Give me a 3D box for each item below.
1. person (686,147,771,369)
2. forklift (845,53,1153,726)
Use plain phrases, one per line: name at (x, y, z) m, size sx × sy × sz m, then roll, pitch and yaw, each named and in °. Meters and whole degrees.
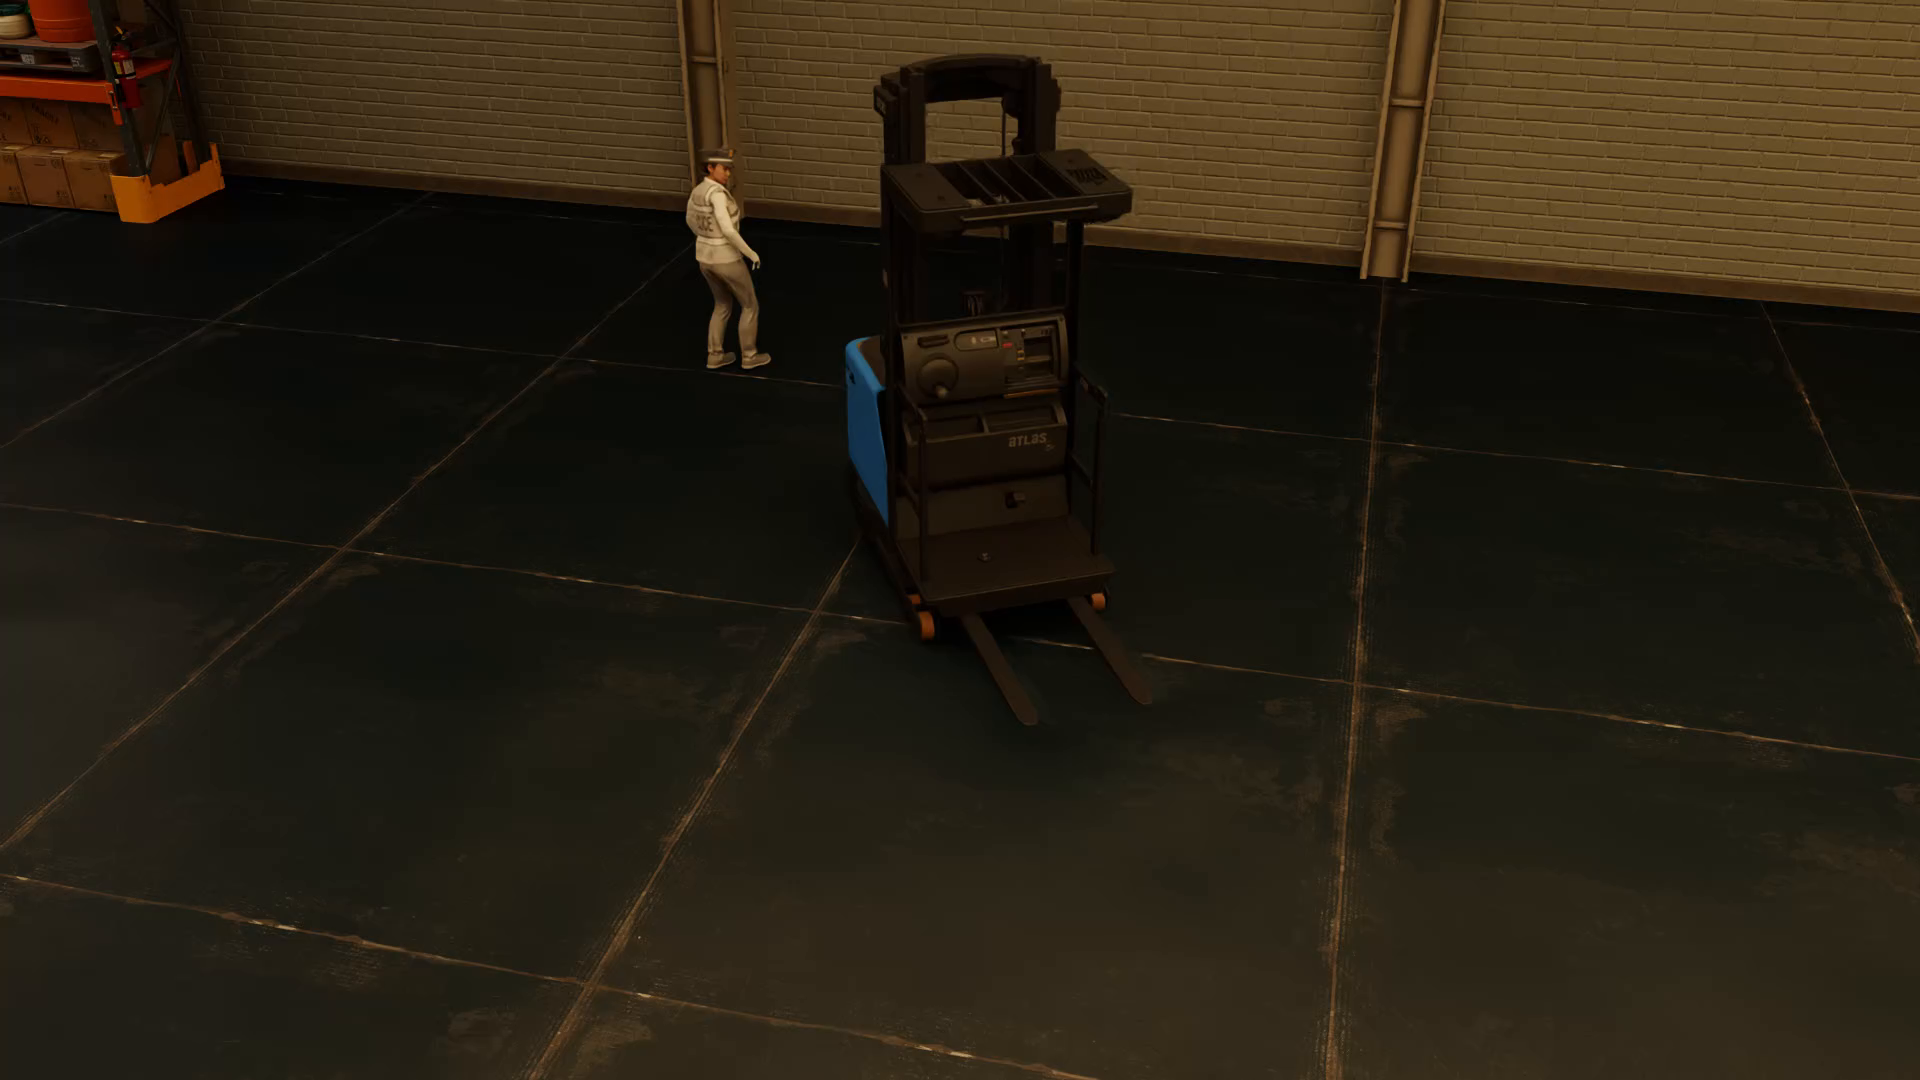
person at (-1.701, -2.046, 12.093) m, size 0.470 × 1.649 × 0.686 m, roll -26°, pitch 38°, yaw -37°
forklift at (0.202, -0.940, 8.828) m, size 1.130 × 2.935 × 3.031 m, roll -8°, pitch 31°, yaw -15°
